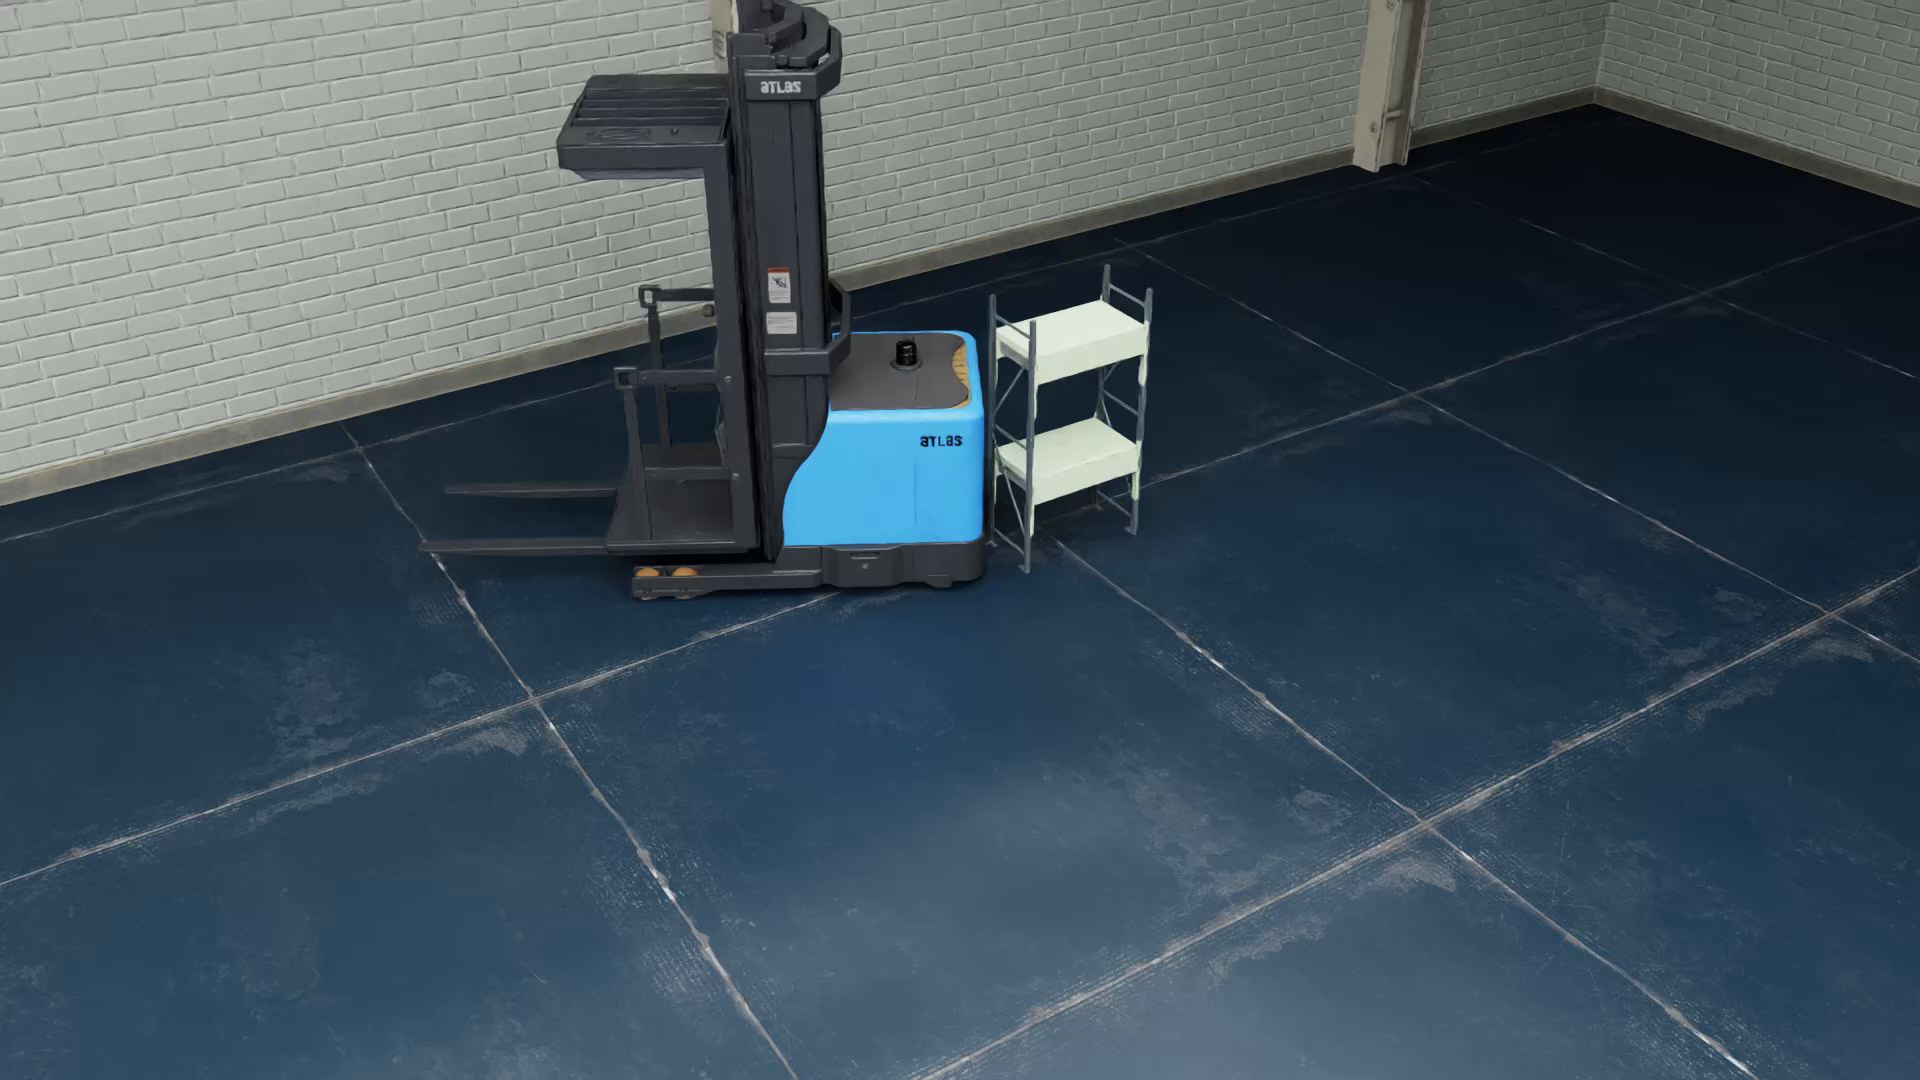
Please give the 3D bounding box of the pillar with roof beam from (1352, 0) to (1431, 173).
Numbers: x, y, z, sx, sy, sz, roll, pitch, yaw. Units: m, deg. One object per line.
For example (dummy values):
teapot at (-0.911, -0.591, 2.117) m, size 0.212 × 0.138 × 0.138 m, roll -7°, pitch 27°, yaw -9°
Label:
pillar with roof beam at (6.011, -5.185, 9.157) m, size 0.400 × 9.000 × 9.100 m, roll -19°, pitch 37°, yaw -27°

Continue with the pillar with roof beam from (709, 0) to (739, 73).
pillar with roof beam at (0.968, -3.451, 6.408) m, size 0.400 × 9.000 × 9.100 m, roll -19°, pitch 37°, yaw -27°

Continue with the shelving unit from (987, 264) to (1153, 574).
shelving unit at (0.577, -0.647, 8.991) m, size 0.755 × 1.500 × 0.431 m, roll -19°, pitch 37°, yaw -27°

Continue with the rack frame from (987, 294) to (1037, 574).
rack frame at (0.268, -0.542, 8.825) m, size 0.023 × 1.500 × 0.400 m, roll -19°, pitch 37°, yaw -27°

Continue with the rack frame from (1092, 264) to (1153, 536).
rack frame at (0.886, -0.752, 9.157) m, size 0.023 × 1.500 × 0.400 m, roll -19°, pitch 37°, yaw -27°

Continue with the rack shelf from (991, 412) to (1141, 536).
rack shelf at (0.577, -0.371, 9.165) m, size 0.720 × 0.370 × 0.431 m, roll -19°, pitch 37°, yaw -27°

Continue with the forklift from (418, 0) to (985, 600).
forklift at (-1.396, -1.210, 8.542) m, size 3.031 × 2.935 × 1.130 m, roll -1°, pitch 32°, yaw -2°

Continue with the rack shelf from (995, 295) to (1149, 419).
rack shelf at (0.577, -0.977, 8.783) m, size 0.720 × 0.370 × 0.431 m, roll -19°, pitch 37°, yaw -27°
